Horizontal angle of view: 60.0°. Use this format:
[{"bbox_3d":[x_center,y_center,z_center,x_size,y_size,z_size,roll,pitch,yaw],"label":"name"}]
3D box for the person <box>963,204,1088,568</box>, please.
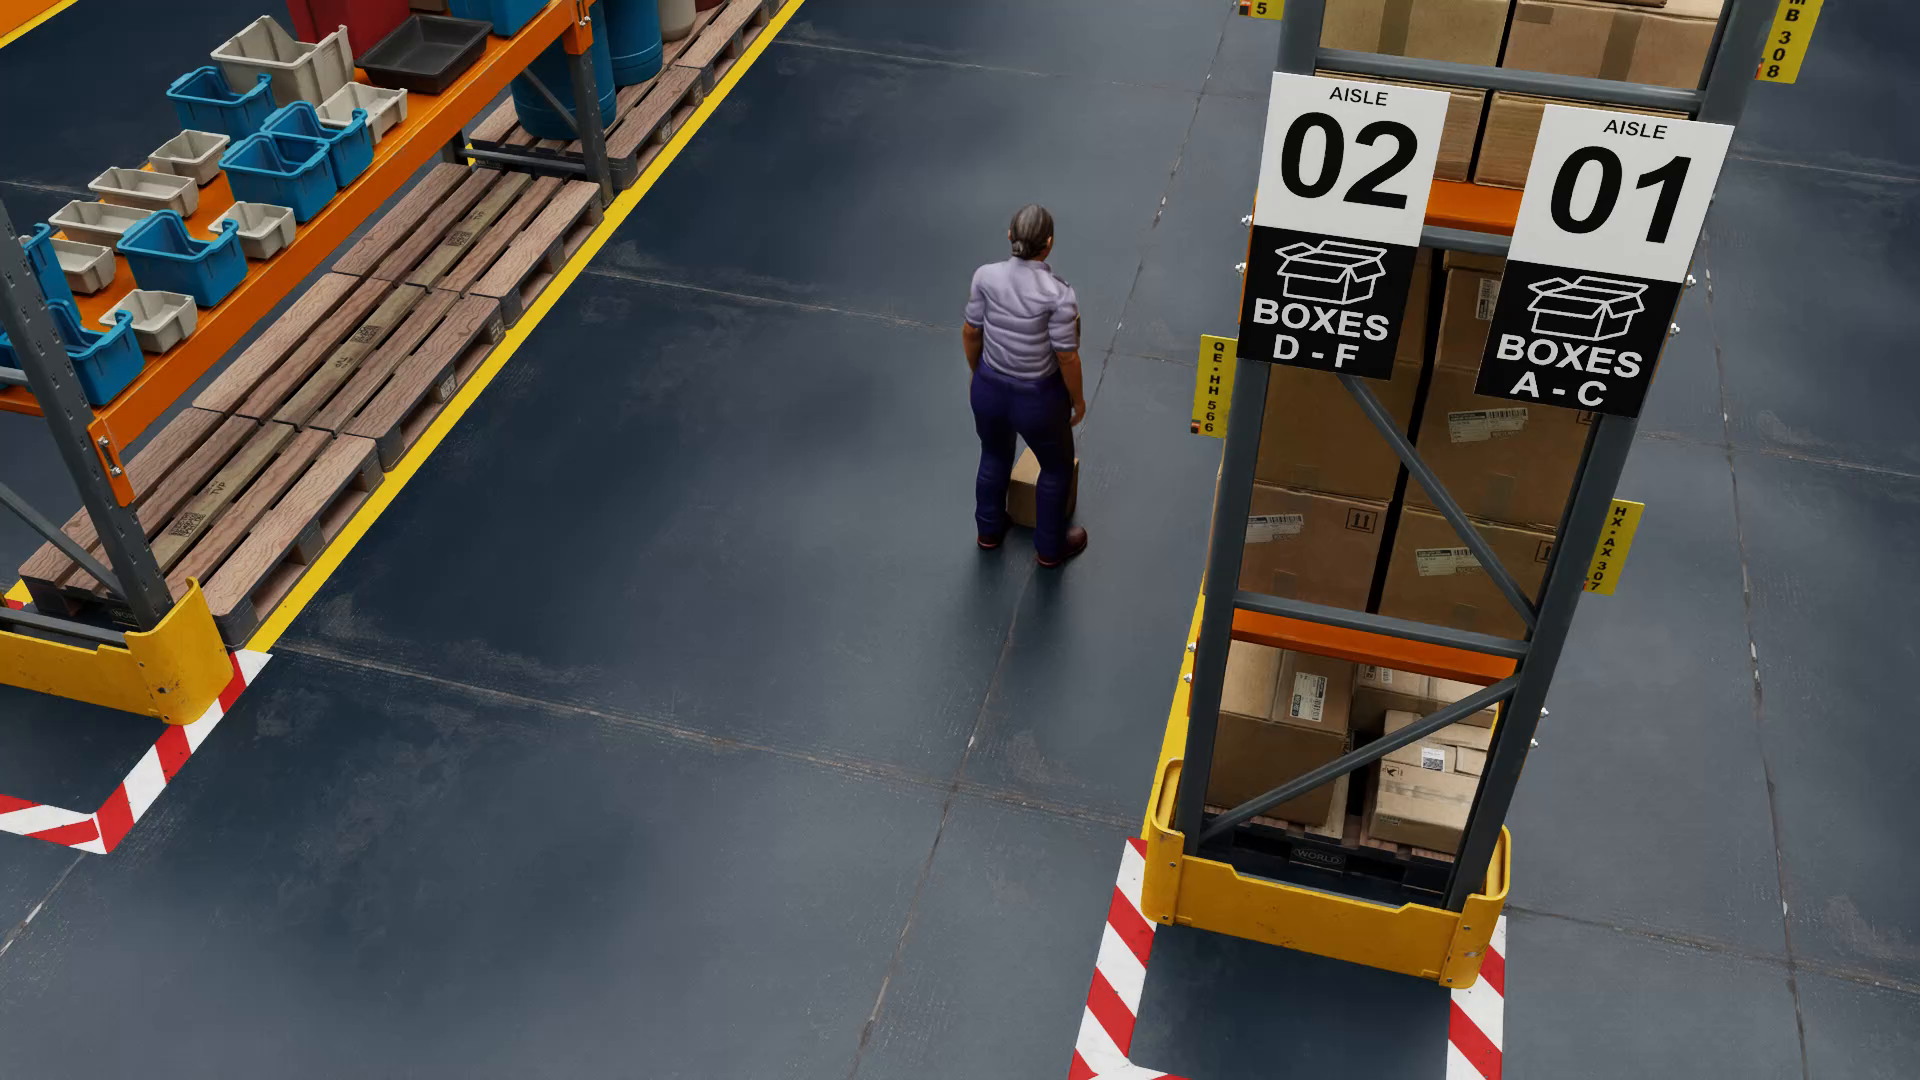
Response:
[{"bbox_3d":[0.269,-0.609,6.858,0.538,1.652,0.371,19,45,21],"label":"person"}]
